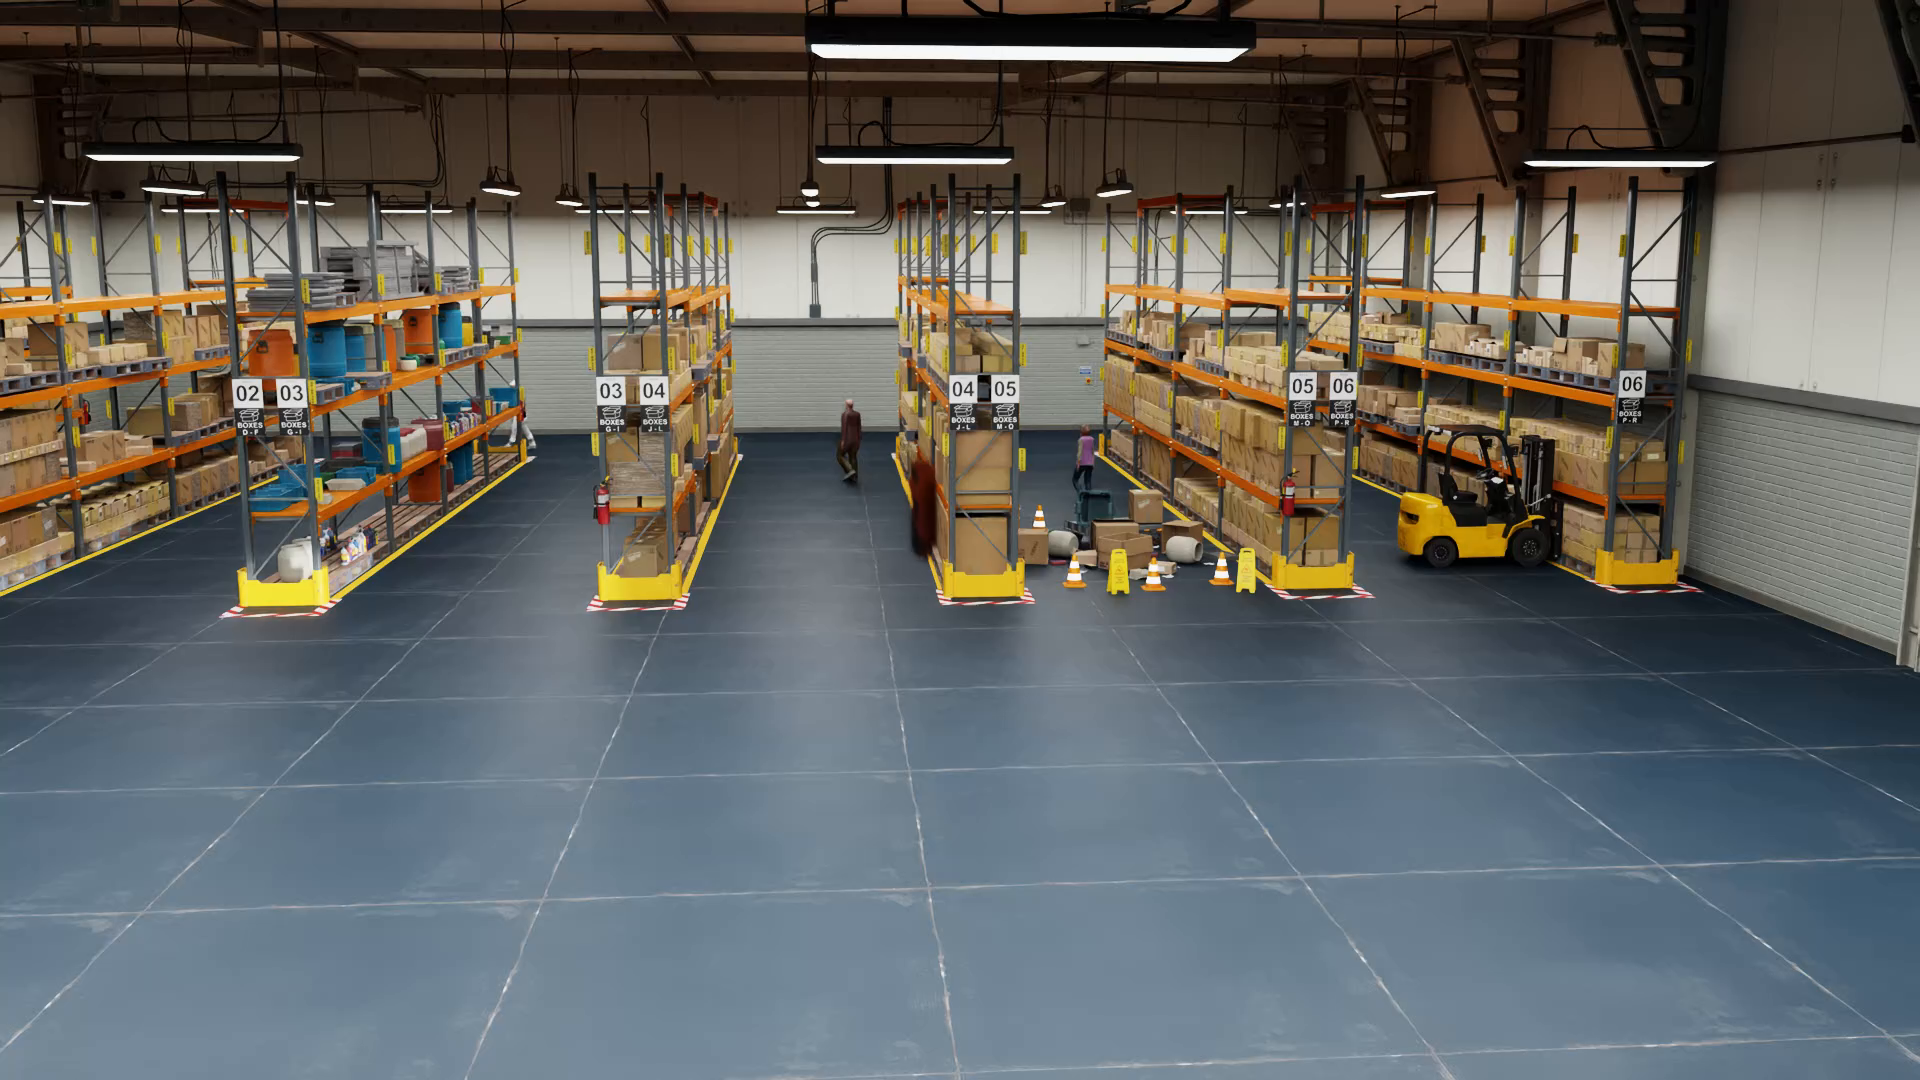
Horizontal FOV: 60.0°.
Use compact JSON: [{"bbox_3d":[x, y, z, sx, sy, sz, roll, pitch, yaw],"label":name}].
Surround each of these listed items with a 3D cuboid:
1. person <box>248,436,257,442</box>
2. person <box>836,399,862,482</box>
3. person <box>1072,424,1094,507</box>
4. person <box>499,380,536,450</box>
[{"bbox_3d":[-17.392,-3.065,40.814,0.476,1.787,0.578,0,10,-2],"label":"person"},{"bbox_3d":[-2.337,-2.139,35.685,0.539,1.779,0.639,8,13,40],"label":"person"},{"bbox_3d":[2.425,-1.437,32.280,0.446,1.612,0.372,-7,12,-34],"label":"person"},{"bbox_3d":[-10.956,-3.071,41.004,0.929,1.754,0.595,-5,11,-27],"label":"person"}]
